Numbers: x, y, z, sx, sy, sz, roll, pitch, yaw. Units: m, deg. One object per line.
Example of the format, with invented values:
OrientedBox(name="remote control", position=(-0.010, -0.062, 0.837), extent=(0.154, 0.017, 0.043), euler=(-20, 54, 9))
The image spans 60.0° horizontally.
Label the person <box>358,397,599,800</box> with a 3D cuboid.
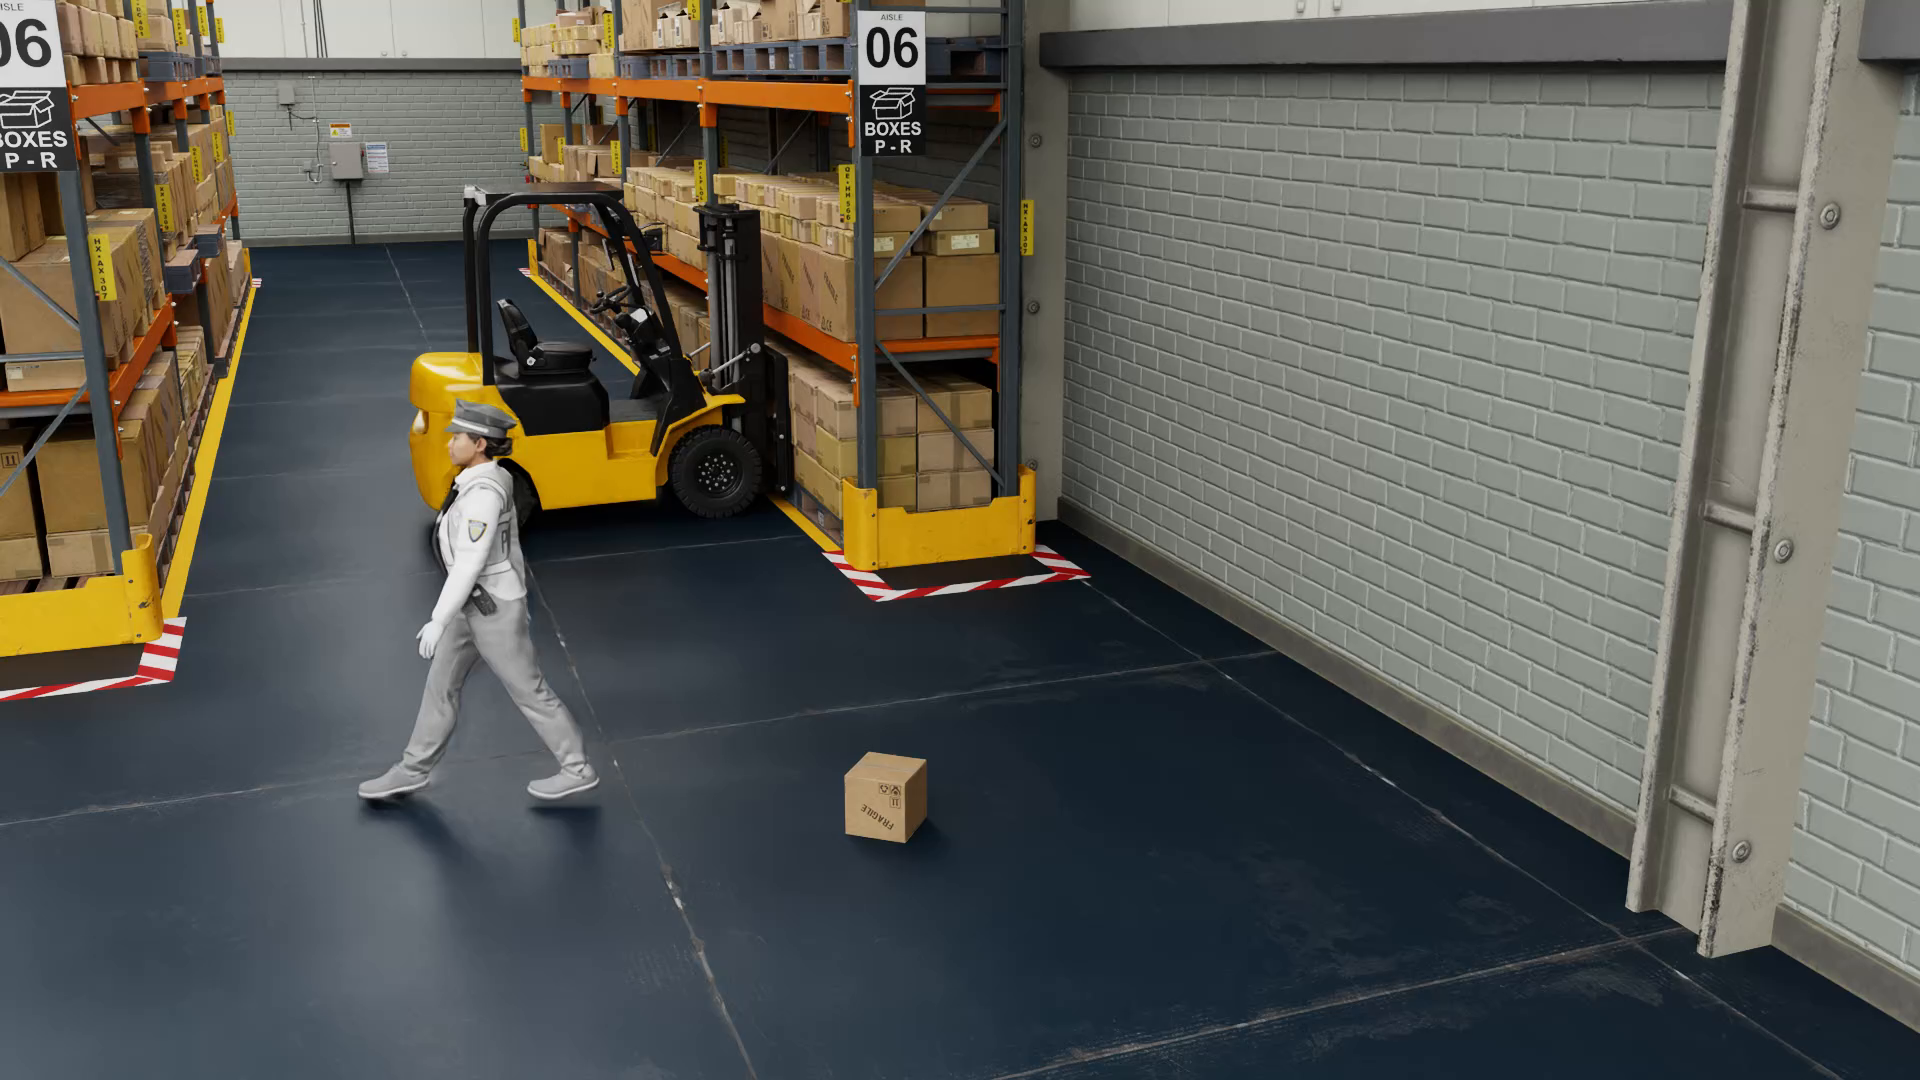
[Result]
OrientedBox(name="person", position=(-1.948, 0.254, 6.512), extent=(0.938, 1.641, 0.519), euler=(-5, 16, -16))
